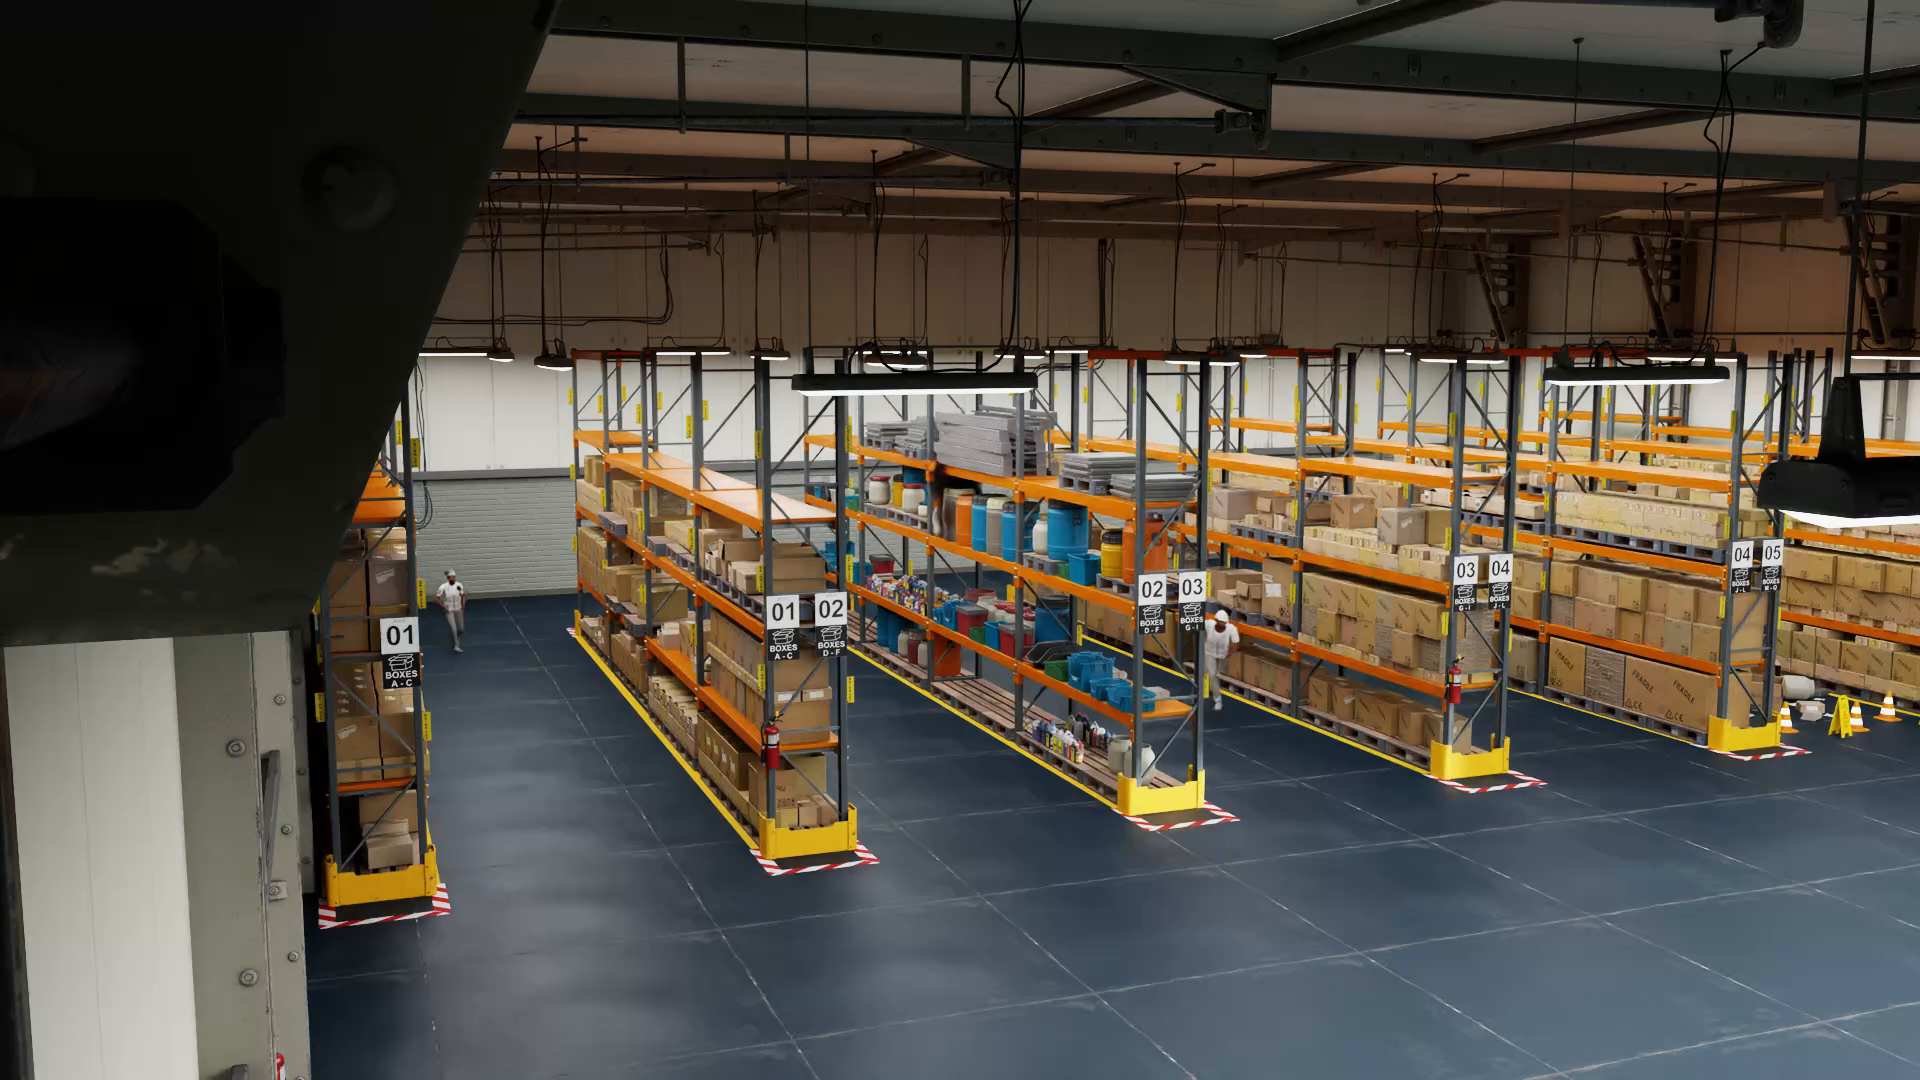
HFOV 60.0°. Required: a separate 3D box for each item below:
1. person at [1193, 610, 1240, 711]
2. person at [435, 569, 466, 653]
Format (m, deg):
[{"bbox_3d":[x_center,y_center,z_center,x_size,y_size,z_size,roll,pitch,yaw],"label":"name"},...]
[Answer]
[{"bbox_3d":[4.170,1.891,27.121,0.697,1.640,1.061,0,7,-3],"label":"person"},{"bbox_3d":[-10.151,1.401,33.175,0.604,1.667,0.544,-4,8,-32],"label":"person"}]
